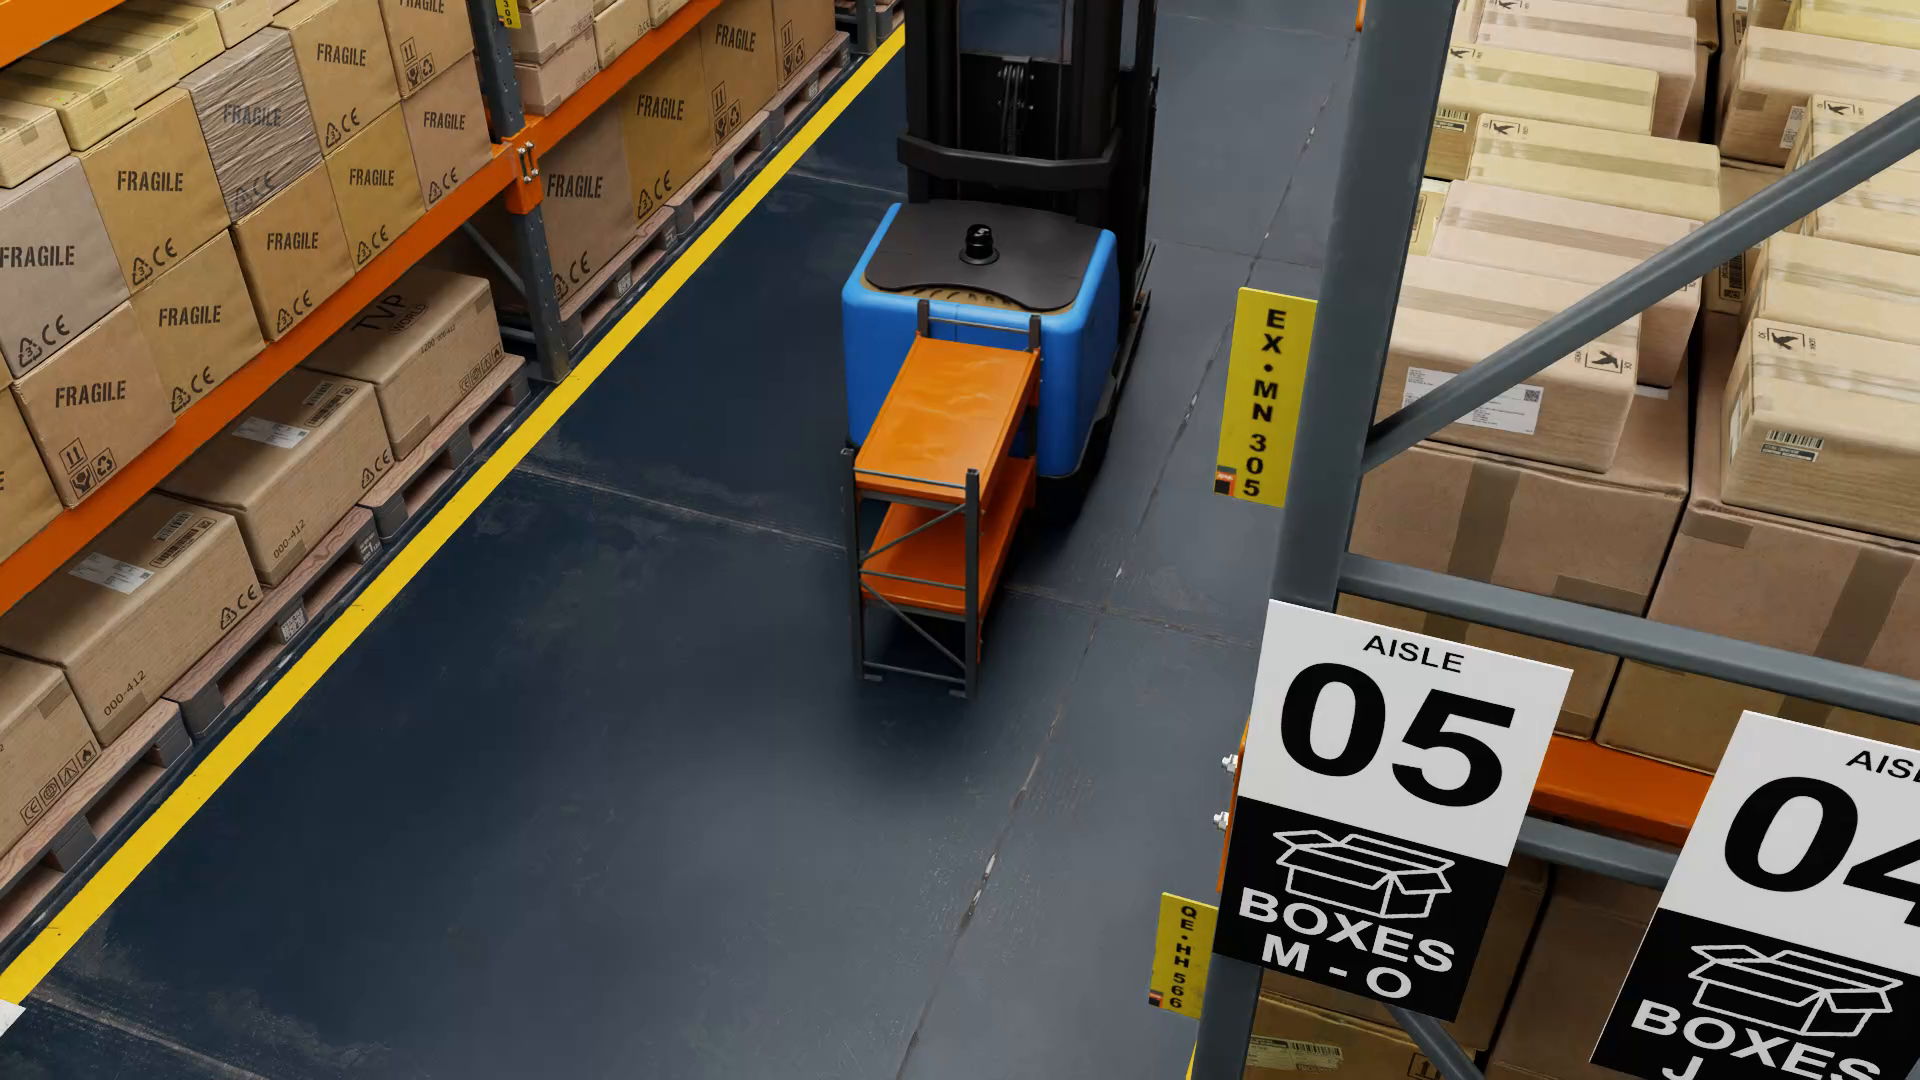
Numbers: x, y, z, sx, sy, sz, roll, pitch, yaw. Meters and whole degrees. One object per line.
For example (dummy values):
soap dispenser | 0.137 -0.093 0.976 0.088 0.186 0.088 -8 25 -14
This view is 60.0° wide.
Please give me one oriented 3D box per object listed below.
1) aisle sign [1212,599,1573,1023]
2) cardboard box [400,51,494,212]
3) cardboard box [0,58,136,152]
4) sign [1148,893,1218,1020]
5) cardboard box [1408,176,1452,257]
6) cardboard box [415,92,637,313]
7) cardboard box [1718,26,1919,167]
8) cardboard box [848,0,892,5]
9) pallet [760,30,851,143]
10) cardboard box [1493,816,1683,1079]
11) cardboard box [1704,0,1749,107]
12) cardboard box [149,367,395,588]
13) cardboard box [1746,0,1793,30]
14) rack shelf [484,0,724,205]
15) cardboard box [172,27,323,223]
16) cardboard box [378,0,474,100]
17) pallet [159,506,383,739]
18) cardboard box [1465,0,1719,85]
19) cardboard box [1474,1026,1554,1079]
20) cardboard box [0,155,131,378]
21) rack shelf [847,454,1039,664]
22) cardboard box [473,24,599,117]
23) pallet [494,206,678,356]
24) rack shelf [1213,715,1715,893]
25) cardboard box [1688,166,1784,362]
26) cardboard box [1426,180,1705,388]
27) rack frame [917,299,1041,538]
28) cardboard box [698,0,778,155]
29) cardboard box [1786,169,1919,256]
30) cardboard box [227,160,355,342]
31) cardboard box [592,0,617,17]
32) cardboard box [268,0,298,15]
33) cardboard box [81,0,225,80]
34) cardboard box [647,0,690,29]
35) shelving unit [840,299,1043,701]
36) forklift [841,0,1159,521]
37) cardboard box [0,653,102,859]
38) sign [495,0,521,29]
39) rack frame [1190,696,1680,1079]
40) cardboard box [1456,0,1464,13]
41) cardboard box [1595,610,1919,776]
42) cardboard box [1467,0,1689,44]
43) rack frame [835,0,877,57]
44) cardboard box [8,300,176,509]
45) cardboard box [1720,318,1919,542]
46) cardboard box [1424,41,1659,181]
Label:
aisle sign | 0.601 0.424 2.439 0.394 0.787 0.004 13 42 15
cardboard box | -2.329 -1.740 6.902 0.500 0.500 0.500 14 42 15
cardboard box | -2.827 -1.359 5.185 0.380 0.149 0.250 12 42 14
sign | 0.393 0.739 2.937 0.100 0.325 0.005 13 42 15
cardboard box | 1.000 -0.489 2.931 0.500 0.250 0.500 12 42 14
cardboard box | -2.273 -1.789 8.350 0.875 0.875 0.875 15 43 16
cardboard box | 1.571 -0.768 2.951 0.380 0.149 0.250 14 43 16
cardboard box | -0.840 -3.984 11.310 0.950 0.372 0.625 11 42 12
pallet | -1.383 -2.957 10.553 1.003 0.211 1.213 13 42 15
cardboard box | 1.311 0.688 3.056 0.500 0.500 0.500 13 42 15
cardboard box | 1.836 -0.982 3.510 0.500 0.250 0.500 12 42 13
cardboard box | -3.031 -0.322 6.966 0.875 0.438 0.875 12 42 14
cardboard box | 1.792 -1.079 3.316 0.380 0.149 0.250 15 43 17
rack shelf | -1.726 -2.988 8.995 1.077 0.370 4.000 13 42 15
cardboard box | -2.658 -1.491 5.839 0.500 0.500 0.500 14 42 16
cardboard box | -2.312 -2.111 6.566 0.500 0.500 0.500 13 42 15
pallet | -3.159 0.212 6.839 1.003 0.211 1.213 13 42 15
cardboard box | 1.361 -1.106 3.655 0.500 0.250 0.500 12 42 13
cardboard box | 1.321 1.071 3.377 0.500 0.500 0.500 15 43 17
cardboard box | -3.007 -0.883 5.126 0.500 0.500 0.500 13 42 15
rack shelf | -0.051 0.018 6.739 0.538 0.278 1.000 9 41 11
cardboard box | -2.012 -2.195 7.627 0.500 0.250 0.500 12 42 14
pallet | -2.217 -1.468 8.808 1.003 0.211 1.213 13 42 15
rack shelf | 1.592 -0.652 3.947 1.077 0.370 4.000 13 42 15
cardboard box | 1.480 -0.368 2.790 0.500 0.250 0.500 13 42 15
cardboard box | 0.902 -0.392 2.511 0.380 0.149 0.250 14 42 16
rack frame | 0.075 -0.488 6.955 0.500 1.125 0.032 9 41 11
cardboard box | -1.666 -2.887 9.636 0.875 0.875 0.875 14 42 16
cardboard box | 1.498 -0.439 2.566 0.380 0.149 0.250 13 42 15
cardboard box | -2.658 -1.115 6.169 0.500 0.500 0.500 13 42 14
cardboard box | -1.843 -2.705 7.840 0.500 0.250 0.500 14 42 16
cardboard box | -2.573 -2.004 5.940 0.380 0.149 0.250 13 42 15
cardboard box | -2.713 -1.683 5.564 0.380 0.149 0.250 12 42 14
cardboard box | -1.646 -2.820 8.359 0.500 0.250 0.500 13 42 15
shelving unit | -0.051 -0.168 6.580 0.538 1.125 1.048 9 41 11
forklift | 0.357 -2.163 7.527 1.130 2.935 3.031 9 41 11
cardboard box | -3.646 0.788 5.666 0.875 0.438 0.875 12 42 14
sign | -1.888 -2.279 6.882 0.100 0.325 0.005 13 42 15
rack frame | 0.908 1.435 3.257 1.000 3.000 0.127 13 42 15
cardboard box | 1.510 -1.244 4.202 0.500 0.250 0.500 15 43 17
cardboard box | 1.302 0.134 2.587 0.500 0.250 0.500 15 43 17
cardboard box | 1.213 -1.033 3.262 0.380 0.149 0.250 14 42 16
rack frame | -1.042 -4.482 10.192 1.000 3.000 0.127 13 42 15
cardboard box | -3.006 -0.490 5.436 0.500 0.500 0.500 13 42 15
cardboard box | 1.233 -0.138 2.213 0.380 0.149 0.250 13 42 15
cardboard box | 0.998 -0.730 2.906 0.380 0.149 0.250 14 42 16
